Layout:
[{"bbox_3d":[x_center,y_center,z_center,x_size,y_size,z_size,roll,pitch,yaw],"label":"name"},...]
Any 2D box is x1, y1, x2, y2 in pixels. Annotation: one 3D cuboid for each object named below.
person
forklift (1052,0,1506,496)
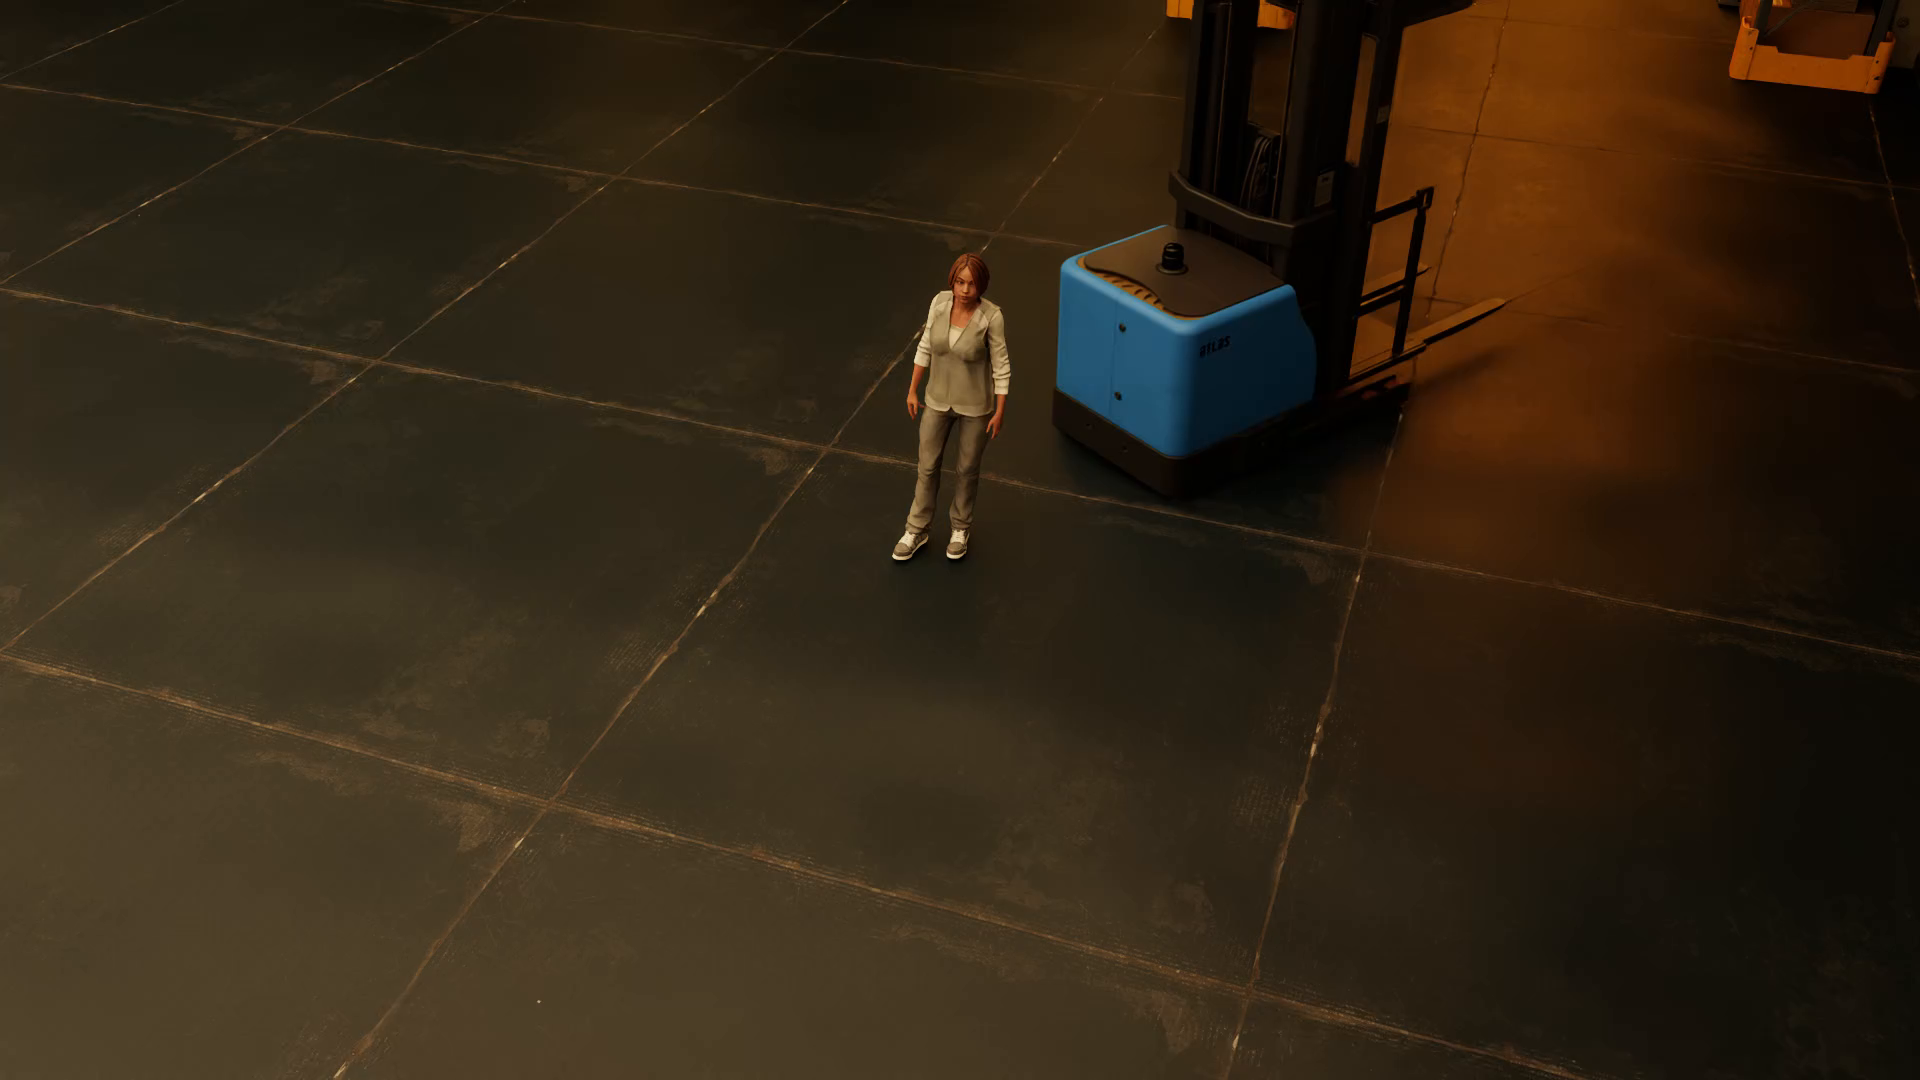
[{"bbox_3d":[-0.038,-0.617,8.128,0.521,1.590,0.475,12,37,16],"label":"person"},{"bbox_3d":[2.002,-2.117,9.097,3.031,2.935,1.130,-24,42,-30],"label":"forklift"}]
